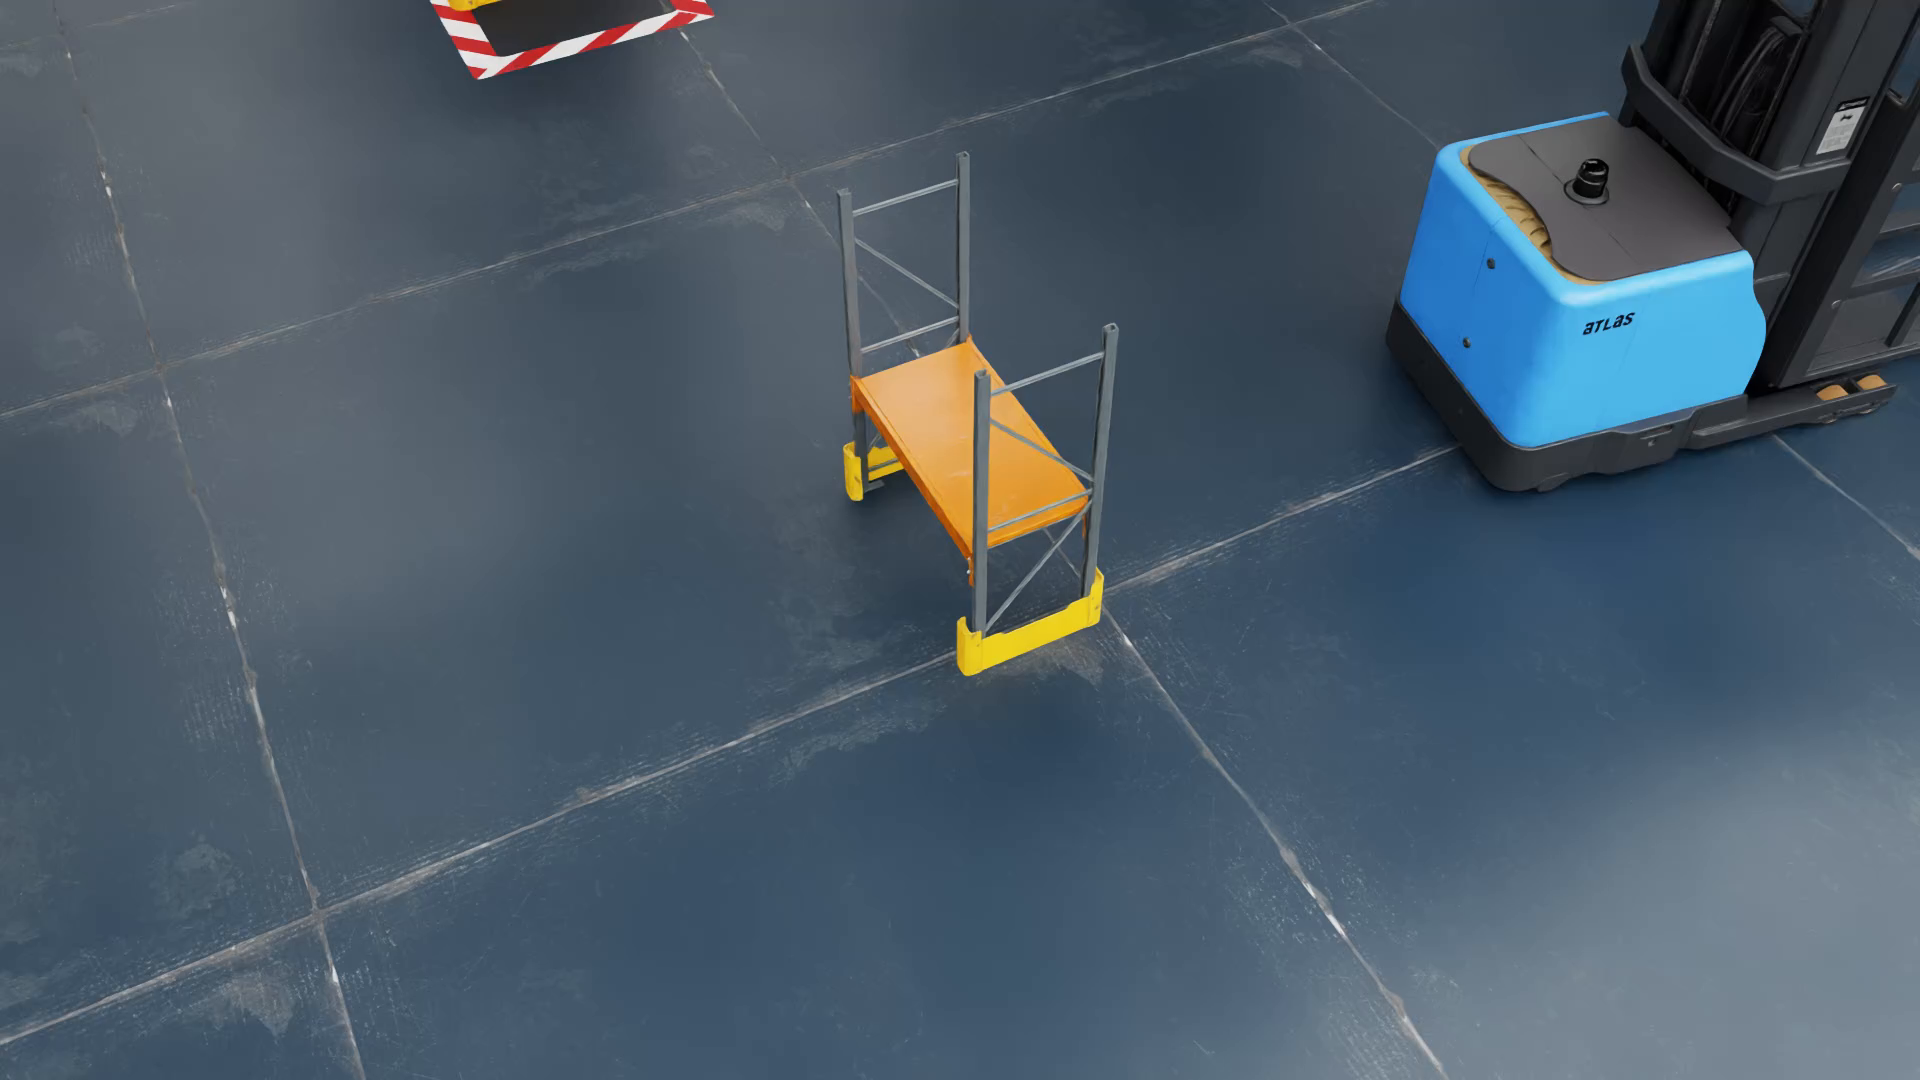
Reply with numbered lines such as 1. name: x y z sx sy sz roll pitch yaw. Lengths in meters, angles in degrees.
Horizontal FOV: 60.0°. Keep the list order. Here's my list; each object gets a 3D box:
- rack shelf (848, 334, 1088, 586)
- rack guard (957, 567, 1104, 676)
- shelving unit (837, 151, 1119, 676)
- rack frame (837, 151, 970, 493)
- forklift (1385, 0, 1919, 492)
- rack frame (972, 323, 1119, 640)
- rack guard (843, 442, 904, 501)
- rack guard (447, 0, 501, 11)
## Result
1. rack shelf: 0.039 -0.318 6.164 0.538 0.185 1.000 -21 52 -18
2. rack guard: 0.263 0.302 6.212 0.587 0.250 0.087 -21 52 -18
3. shelving unit: 0.035 -0.443 6.033 0.587 1.500 1.083 -21 52 -18
4. rack frame: -0.194 -0.777 6.326 0.500 1.500 0.032 -21 52 -18
5. forklift: 3.446 -1.826 6.292 3.031 2.935 1.130 -14 50 -12
6. rack frame: 0.272 -0.096 5.731 0.500 1.500 0.032 -21 52 -18
7. rack guard: -0.193 -0.365 6.795 0.587 0.250 0.087 -21 52 -18
8. rack guard: -2.349 -3.390 9.275 1.175 0.500 0.348 -21 52 -18
